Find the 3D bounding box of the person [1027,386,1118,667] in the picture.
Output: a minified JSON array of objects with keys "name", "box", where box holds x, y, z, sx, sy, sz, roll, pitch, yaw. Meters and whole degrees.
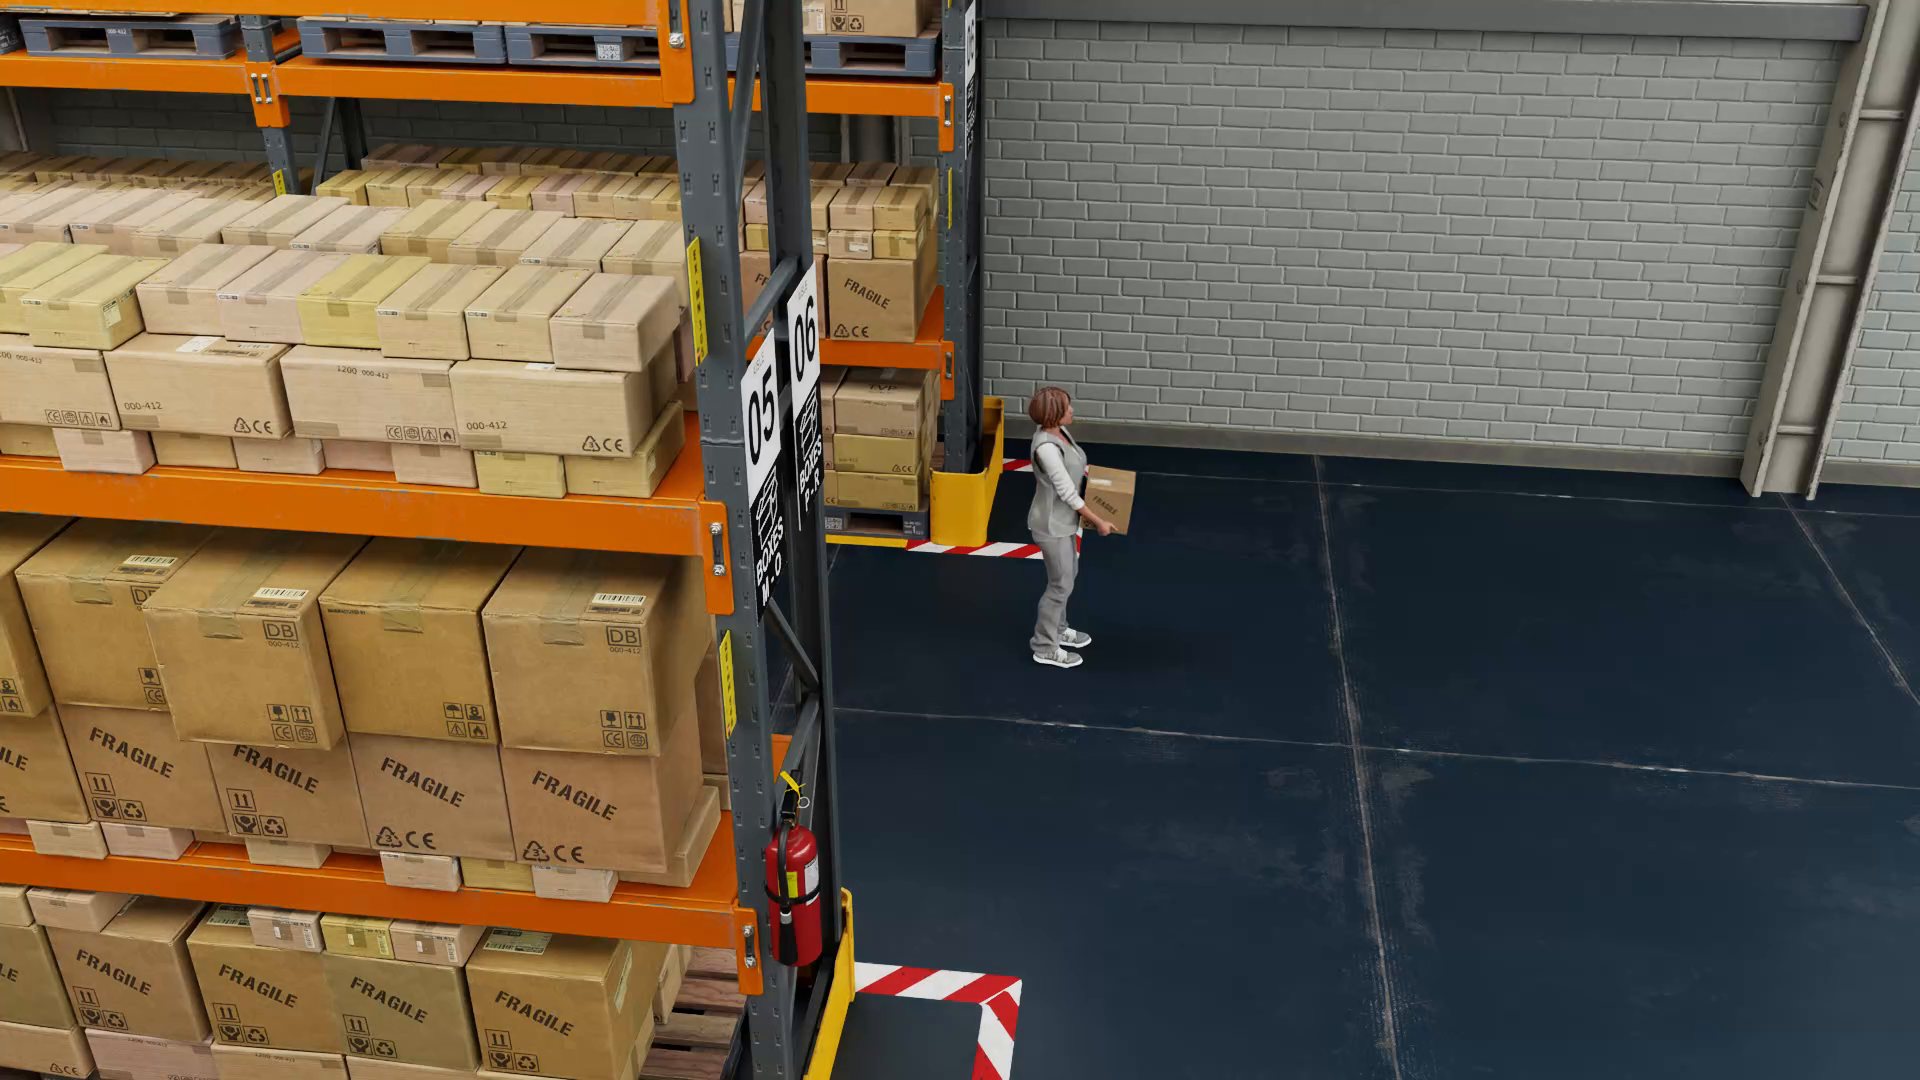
[{"name":"person","box":[0.598,-0.073,8.869,0.495,1.588,0.406,4,29,6]}]
